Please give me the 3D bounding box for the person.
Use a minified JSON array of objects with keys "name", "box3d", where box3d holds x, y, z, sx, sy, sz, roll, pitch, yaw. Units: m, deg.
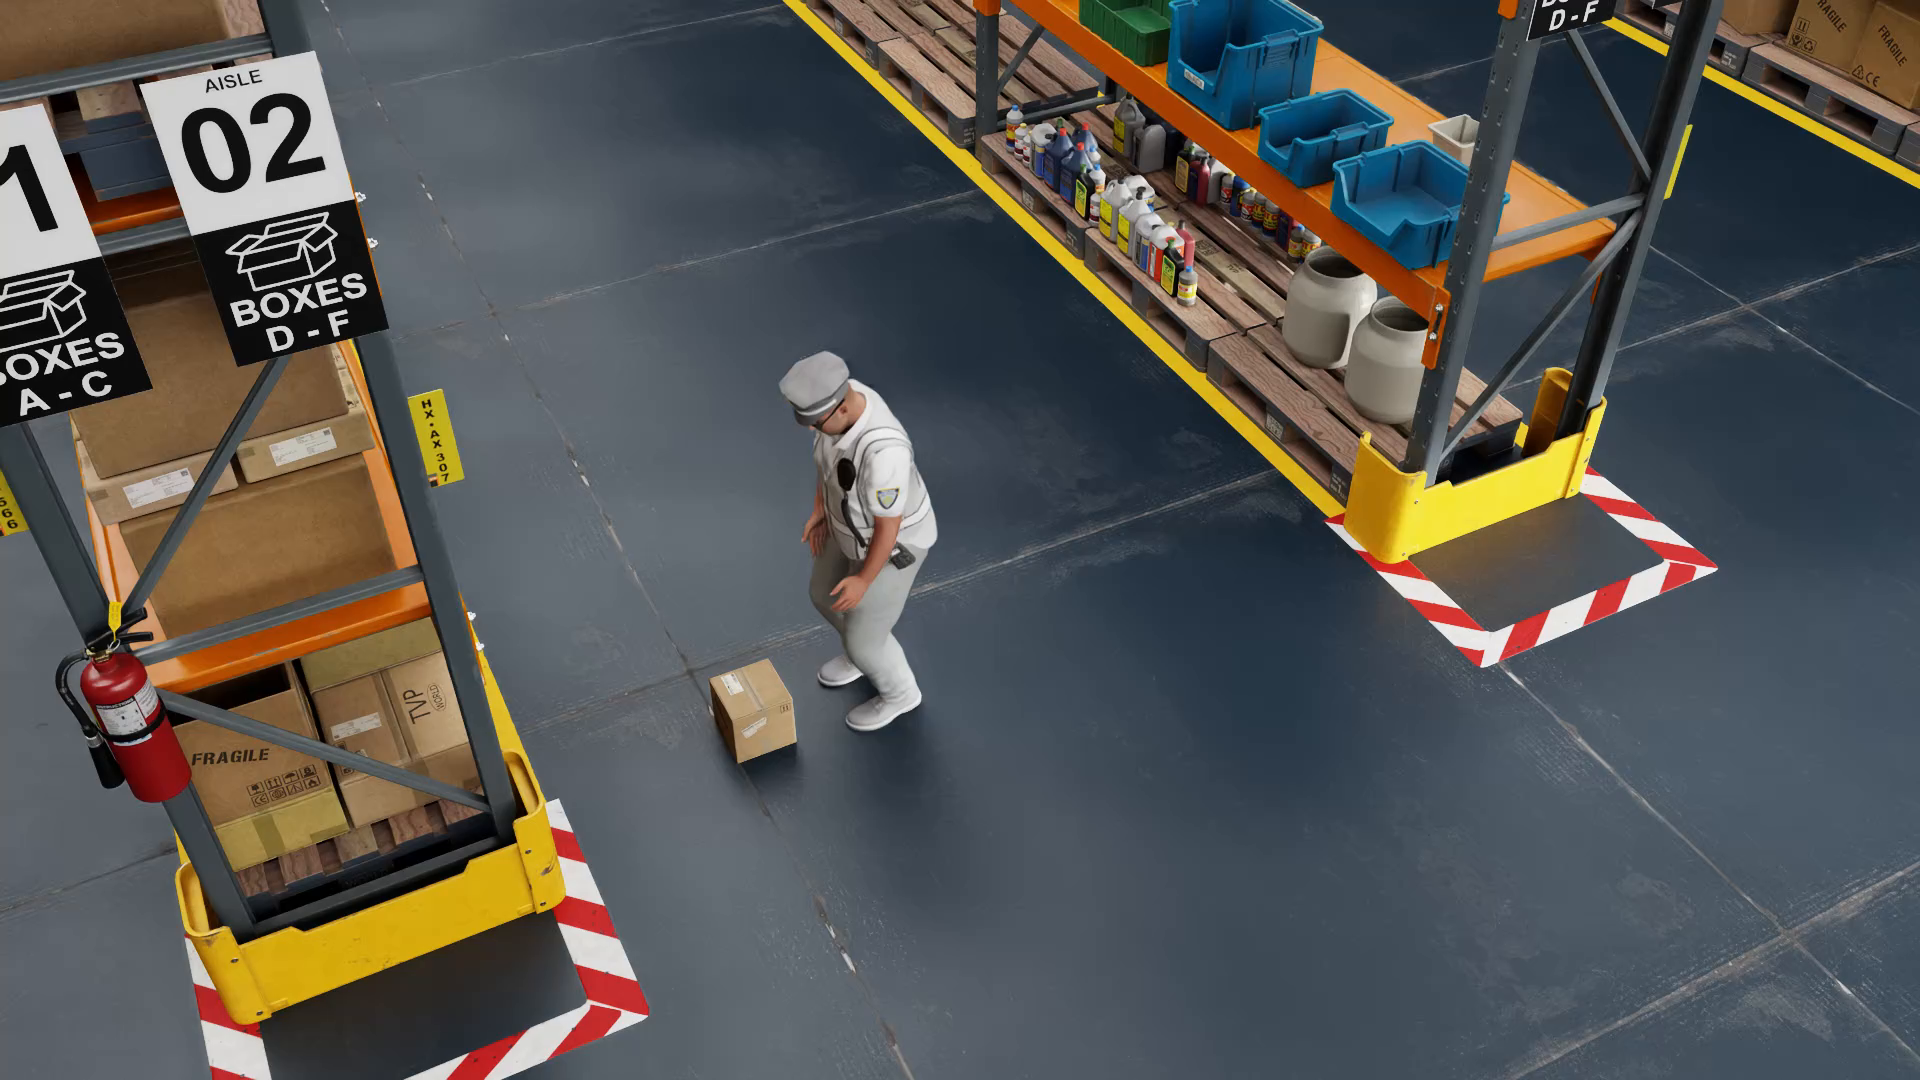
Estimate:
[{"name":"person","box3d":[-0.360,0.006,6.212,0.539,1.678,0.564,-18,44,-19]}]
